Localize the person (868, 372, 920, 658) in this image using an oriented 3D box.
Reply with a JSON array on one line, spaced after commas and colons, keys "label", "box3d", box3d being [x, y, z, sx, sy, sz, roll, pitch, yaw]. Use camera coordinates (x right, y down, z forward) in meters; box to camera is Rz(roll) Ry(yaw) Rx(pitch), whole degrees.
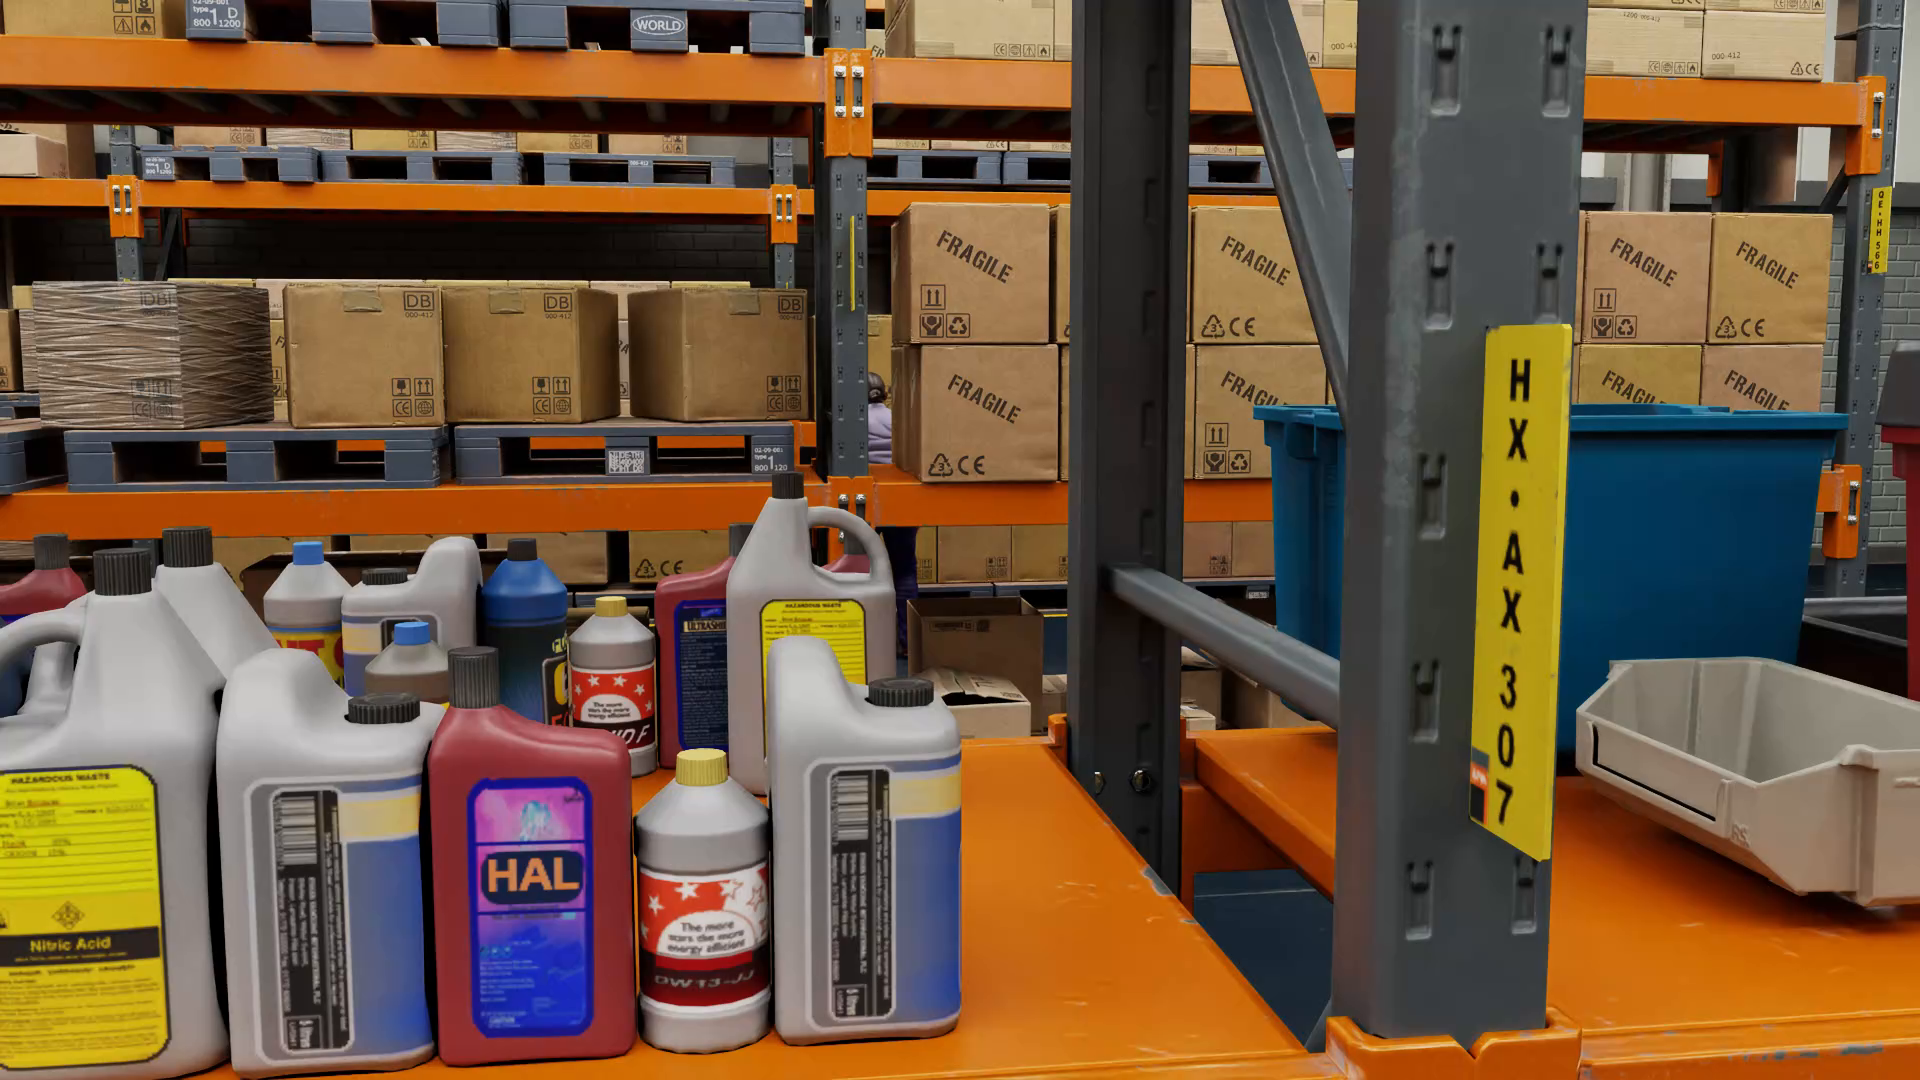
[{"label": "person", "box3d": [-0.464, -0.140, 9.589, 0.558, 1.651, 0.425, -1, 7, -12]}]
